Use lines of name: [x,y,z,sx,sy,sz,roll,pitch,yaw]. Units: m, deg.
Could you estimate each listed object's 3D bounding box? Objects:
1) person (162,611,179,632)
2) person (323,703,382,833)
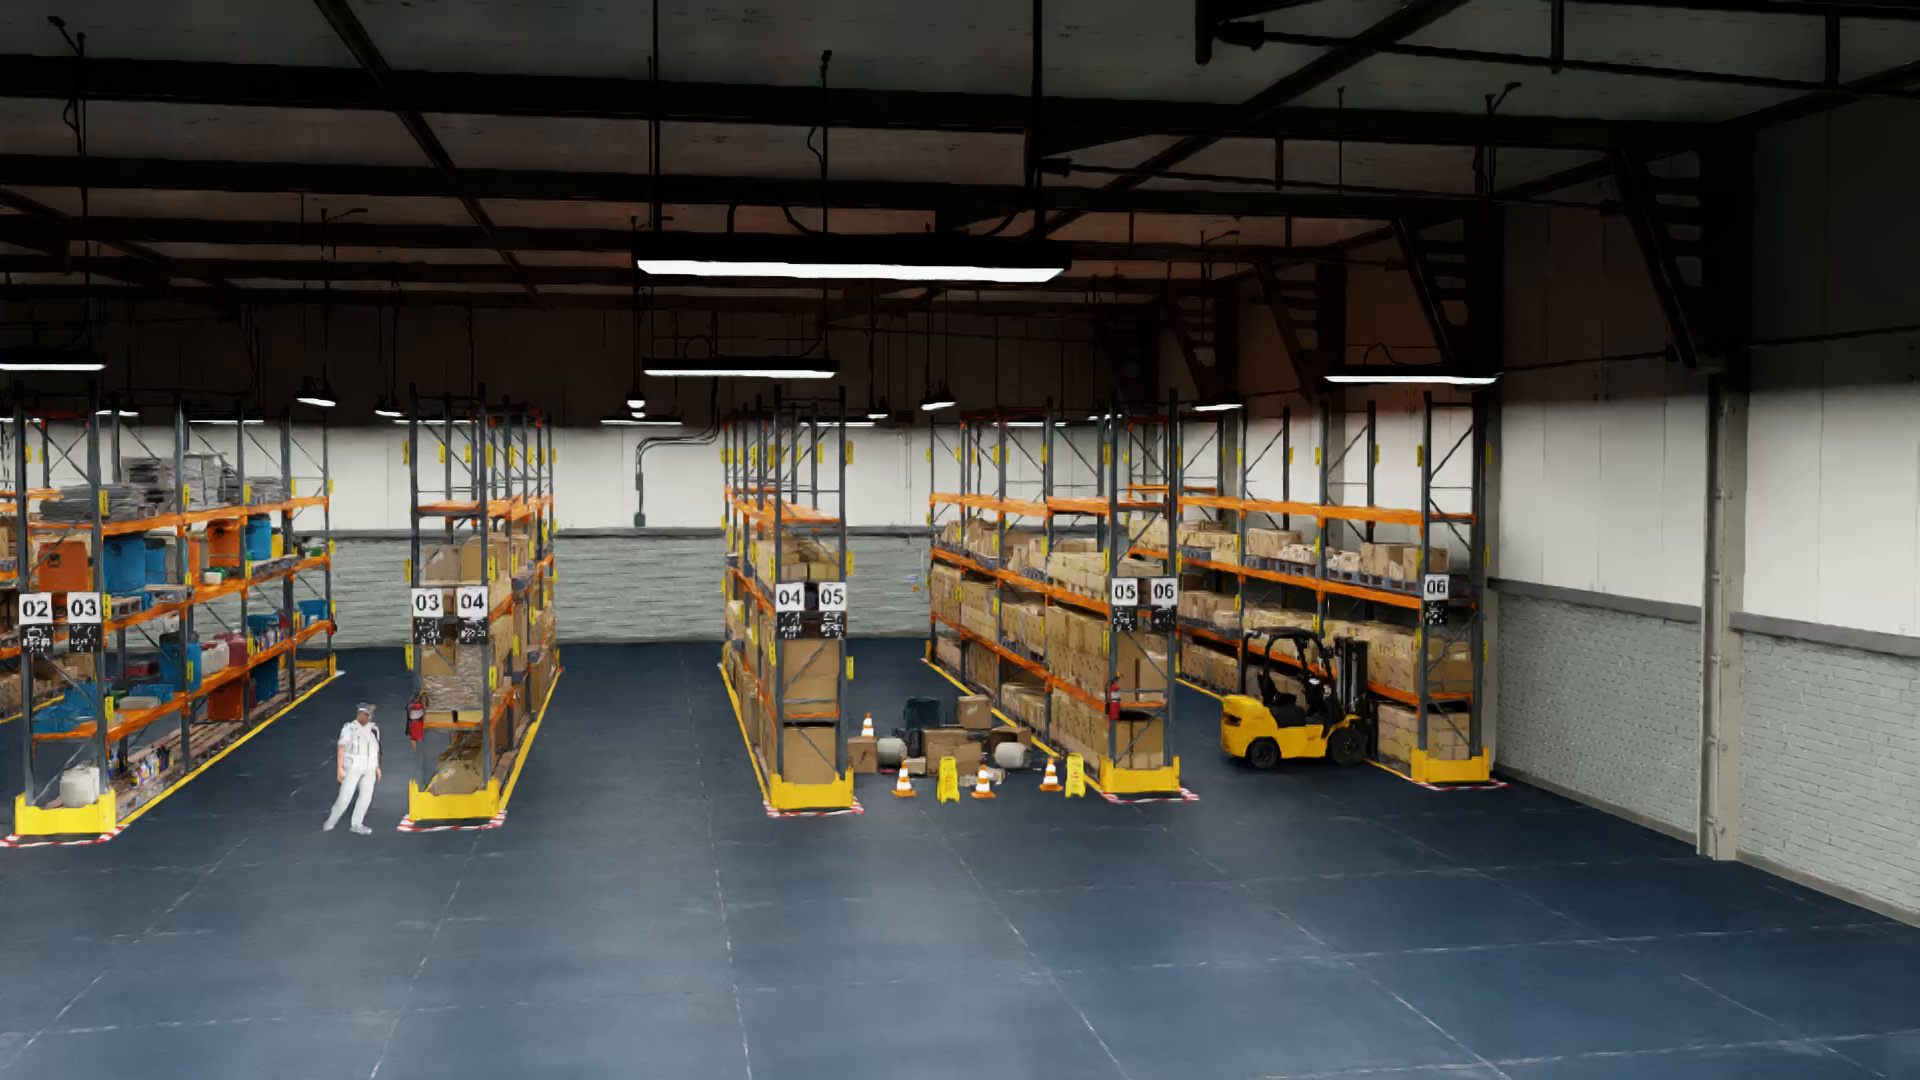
person: [-17.843,2.282,37.695,0.455,1.612,1.019,-1,3,-11]
person: [-8.066,3.026,22.069,0.562,1.728,0.734,2,4,40]
